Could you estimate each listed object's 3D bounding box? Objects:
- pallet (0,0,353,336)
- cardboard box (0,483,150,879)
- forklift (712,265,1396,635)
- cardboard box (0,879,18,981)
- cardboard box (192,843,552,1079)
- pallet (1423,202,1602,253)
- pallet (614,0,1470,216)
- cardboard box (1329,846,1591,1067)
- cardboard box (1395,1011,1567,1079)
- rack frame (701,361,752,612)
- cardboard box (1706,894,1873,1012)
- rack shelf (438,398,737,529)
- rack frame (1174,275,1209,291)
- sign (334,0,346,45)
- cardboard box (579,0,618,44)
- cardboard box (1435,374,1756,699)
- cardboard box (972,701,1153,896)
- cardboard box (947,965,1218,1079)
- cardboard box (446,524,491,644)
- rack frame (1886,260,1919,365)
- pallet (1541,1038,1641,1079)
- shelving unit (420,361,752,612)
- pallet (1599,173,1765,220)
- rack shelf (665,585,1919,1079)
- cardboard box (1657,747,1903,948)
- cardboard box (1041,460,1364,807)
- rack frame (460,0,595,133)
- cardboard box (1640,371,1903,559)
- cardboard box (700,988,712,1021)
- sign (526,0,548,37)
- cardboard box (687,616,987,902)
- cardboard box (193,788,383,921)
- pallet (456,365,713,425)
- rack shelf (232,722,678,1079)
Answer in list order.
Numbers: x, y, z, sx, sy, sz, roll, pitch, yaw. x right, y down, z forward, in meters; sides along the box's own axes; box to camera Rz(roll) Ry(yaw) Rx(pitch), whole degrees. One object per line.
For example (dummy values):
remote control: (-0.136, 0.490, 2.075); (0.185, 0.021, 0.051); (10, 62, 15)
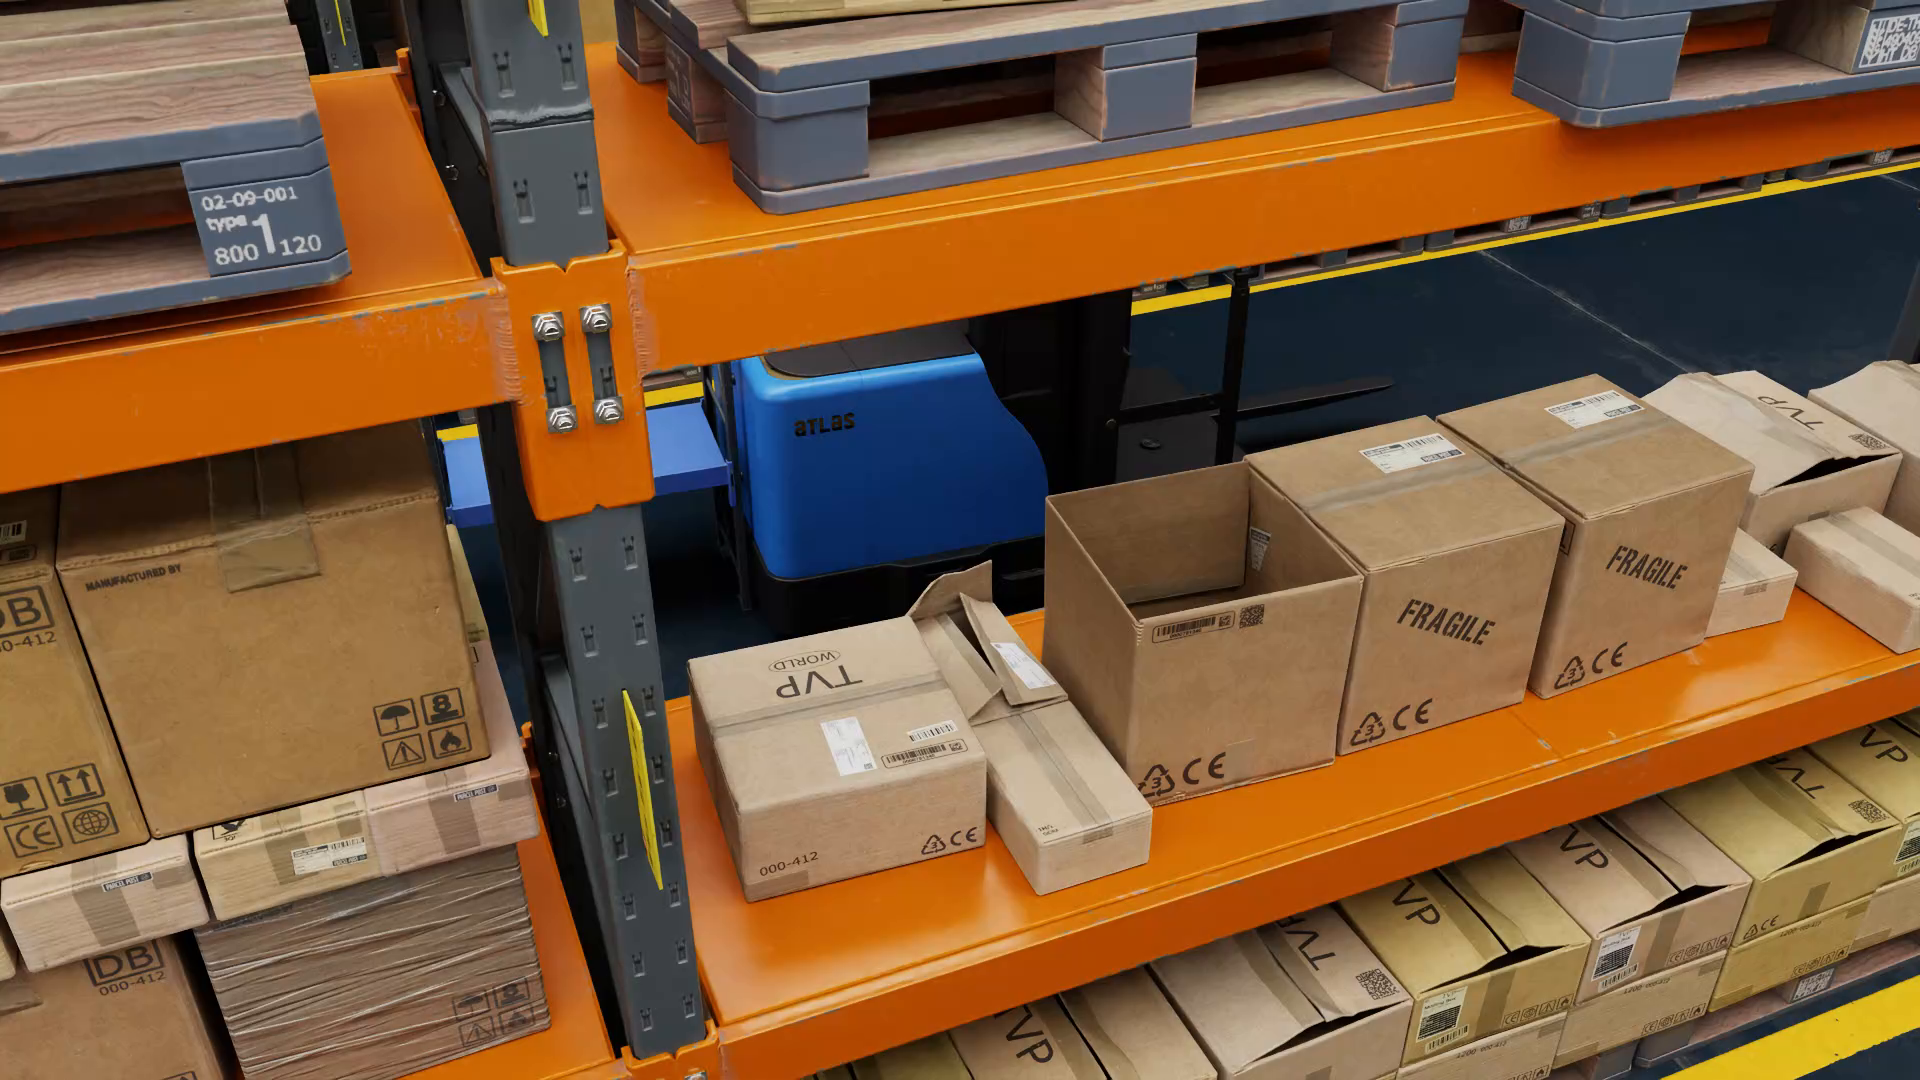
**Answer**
pallet: (-1.477, -0.525, 2.137); (1.213, 0.211, 1.003); (-13, 35, -19)
cardboard box: (-1.573, 0.121, 2.532); (0.500, 0.500, 0.700); (-13, 35, -19)
forklift: (0.597, -1.337, 6.117); (3.031, 2.935, 1.130); (-10, 34, -15)
cardboard box: (-1.579, 0.518, 2.518); (0.250, 0.149, 0.380); (-13, 35, -19)
cardboard box: (-1.107, 0.558, 3.051); (0.500, 0.500, 0.700); (-14, 36, -20)
pallet: (2.946, -2.047, 9.703); (1.213, 0.211, 1.003); (-13, 35, -19)
pallet: (0.108, -0.867, 2.758); (1.217, 0.209, 0.805); (-14, 36, -21)
cardboard box: (1.194, 0.957, 4.151); (0.500, 0.311, 0.500); (-12, 35, -18)
cardboard box: (1.185, 1.194, 4.301); (0.500, 0.250, 0.500); (-12, 35, -18)
rack frame: (-0.887, -0.487, 6.123); (0.032, 1.500, 0.500); (-10, 34, -15)
cardboard box: (2.123, 0.979, 4.631); (0.500, 0.250, 0.500); (-13, 35, -19)
rack shelf: (-1.370, -0.249, 6.087); (1.000, 0.185, 0.538); (-10, 34, -15)
rack frame: (1.066, -2.832, 8.352); (0.127, 3.000, 1.000); (-13, 35, -19)
sign: (-2.405, -2.079, 6.401); (0.005, 0.325, 0.100); (-13, 35, -19)
cardboard box: (-1.621, -2.419, 7.222); (0.500, 0.500, 0.700); (-9, 34, -14)
cardboard box: (1.447, -0.021, 3.941); (0.500, 0.500, 0.500); (-15, 36, -21)
cardboard box: (0.196, 0.524, 3.425); (0.250, 0.149, 0.380); (-13, 35, -19)
cardboard box: (0.241, 1.179, 3.810); (0.500, 0.311, 0.500); (-13, 35, -19)
cardboard box: (-1.023, 0.148, 3.086); (0.250, 0.149, 0.380); (-13, 35, -19)
rack frame: (2.988, -0.342, 4.525); (0.127, 3.000, 1.000); (-13, 35, -19)
pallet: (1.090, 1.237, 4.656); (1.213, 0.211, 1.003); (-13, 35, -19)
shelving unit: (-1.370, -0.399, 5.988); (1.048, 1.500, 0.538); (-10, 34, -15)
pallet: (4.072, -2.307, 10.102); (1.213, 0.211, 1.003); (-13, 35, -19)
rack shelf: (1.144, 0.382, 4.072); (4.000, 0.370, 1.077); (-13, 35, -19)
cardboard box: (2.123, 0.747, 4.474); (0.500, 0.311, 0.500); (-13, 35, -20)
cardboard box: (0.500, 0.195, 3.607); (0.500, 0.500, 0.500); (-10, 34, -16)
rack frame: (-0.701, -2.012, 1.591); (0.127, 3.000, 1.000); (-13, 35, -19)
cardboard box: (2.088, -0.213, 4.409); (0.500, 0.311, 0.500); (-13, 35, -19)
cardboard box: (-0.438, 1.014, 4.063); (0.500, 0.311, 0.500); (-13, 35, -19)
sign: (-0.484, -0.726, 1.818); (0.005, 0.325, 0.100); (-13, 35, -19)
cardboard box: (-0.263, 0.440, 3.462); (0.500, 0.250, 0.500); (-11, 35, -16)
cardboard box: (-1.097, 0.405, 2.691); (0.250, 0.149, 0.380); (-14, 35, -20)
pallet: (-1.904, -0.984, 8.069); (1.213, 0.211, 1.003); (-13, 35, -19)
rack shelf: (-2.545, 1.226, 2.774); (4.000, 0.370, 1.077); (-13, 35, -19)
